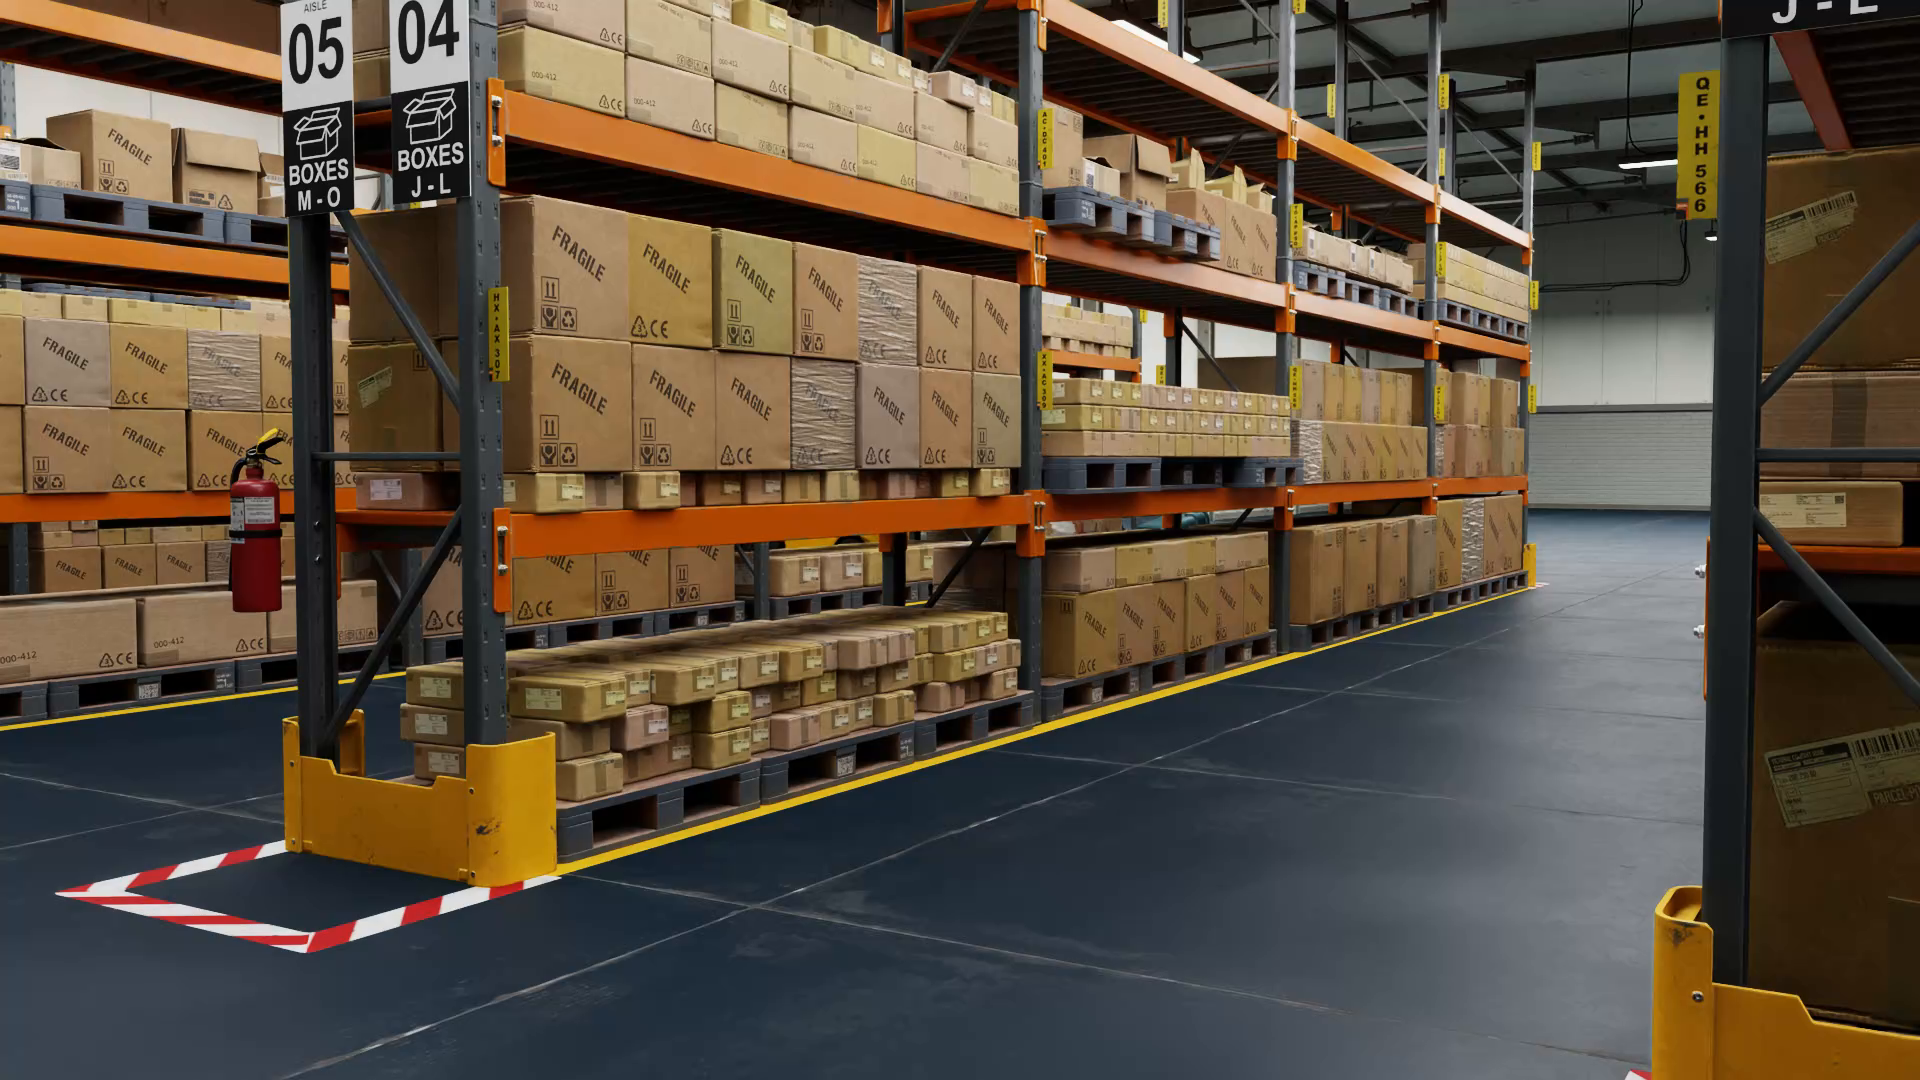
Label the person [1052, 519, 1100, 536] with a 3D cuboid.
[{"bbox_3d":[1.157,-0.078,14.481,0.927,1.726,0.617,-1,3,-21],"label":"person"}]
